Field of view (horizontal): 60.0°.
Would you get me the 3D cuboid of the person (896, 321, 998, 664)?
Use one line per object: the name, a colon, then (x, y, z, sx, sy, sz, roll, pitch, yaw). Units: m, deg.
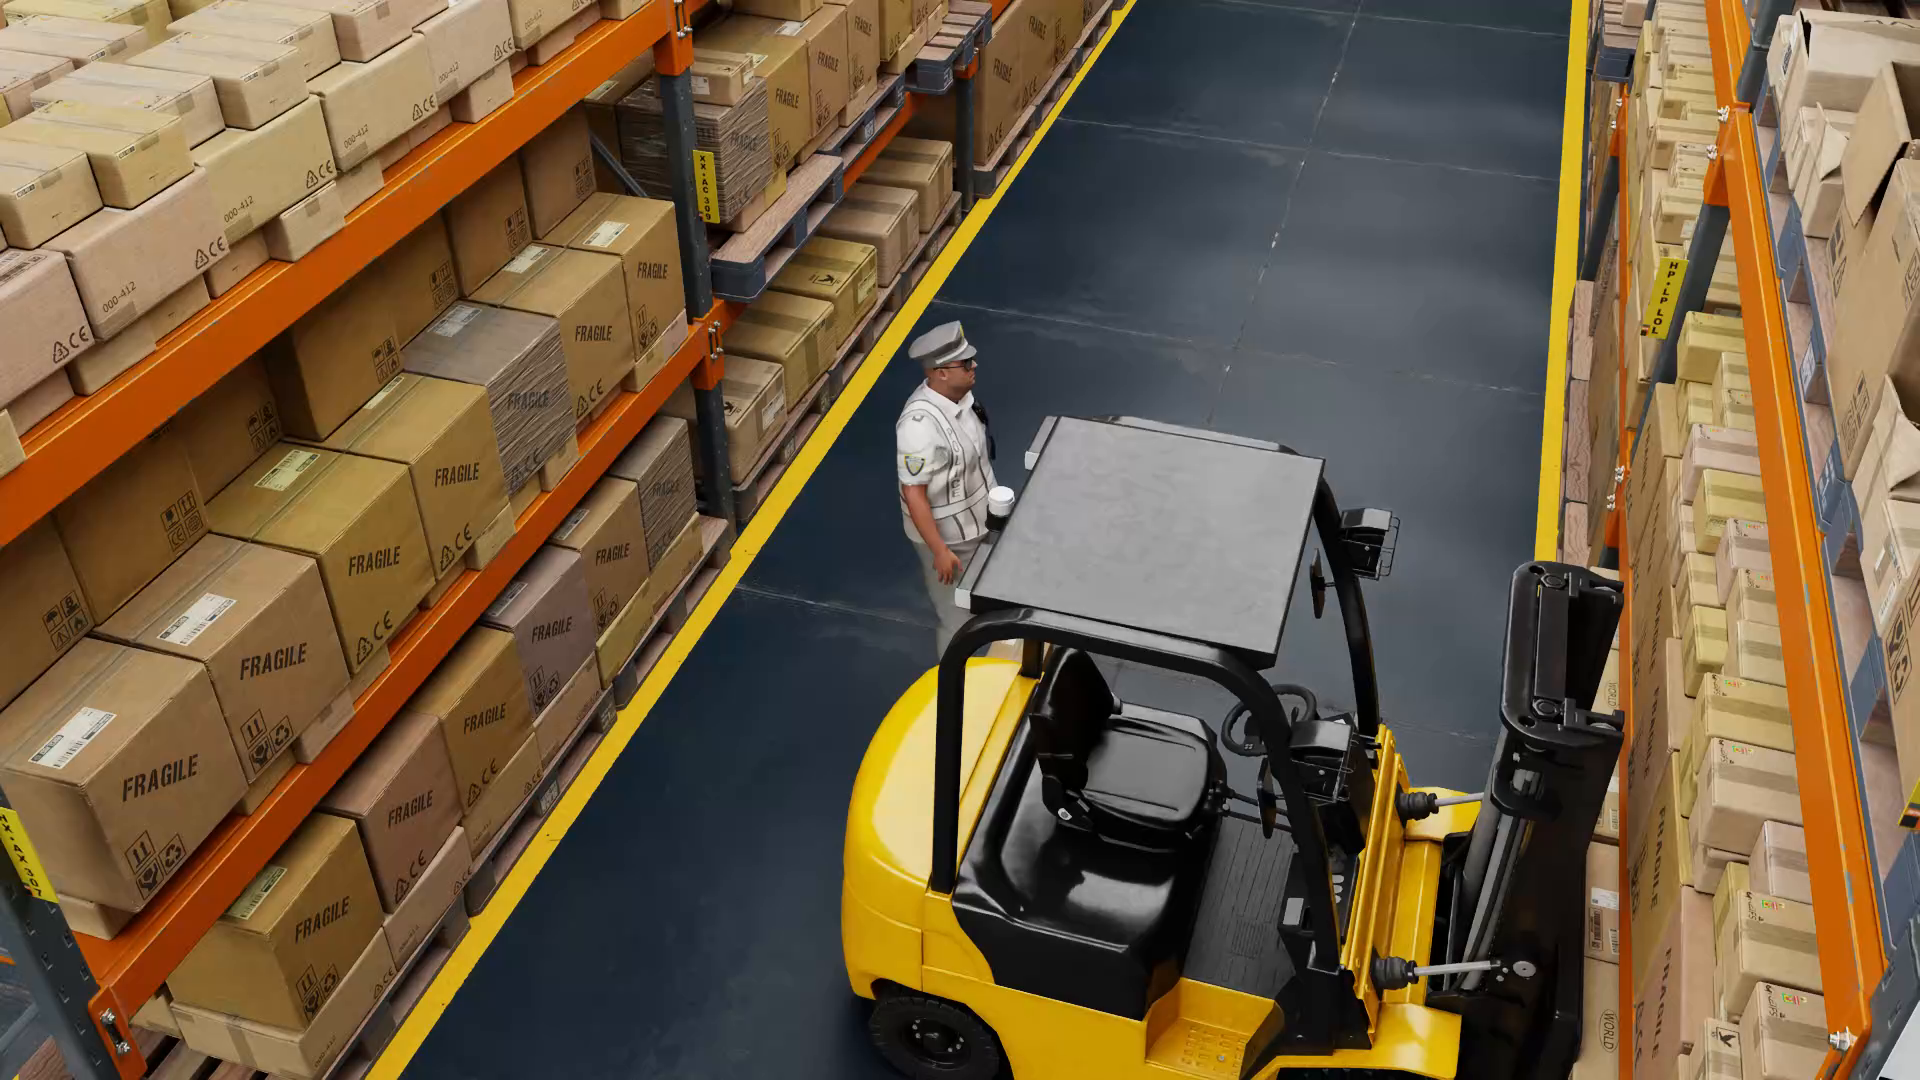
person: (0.047, -0.072, 6.942, 0.575, 1.781, 0.640, 11, 38, 14)
